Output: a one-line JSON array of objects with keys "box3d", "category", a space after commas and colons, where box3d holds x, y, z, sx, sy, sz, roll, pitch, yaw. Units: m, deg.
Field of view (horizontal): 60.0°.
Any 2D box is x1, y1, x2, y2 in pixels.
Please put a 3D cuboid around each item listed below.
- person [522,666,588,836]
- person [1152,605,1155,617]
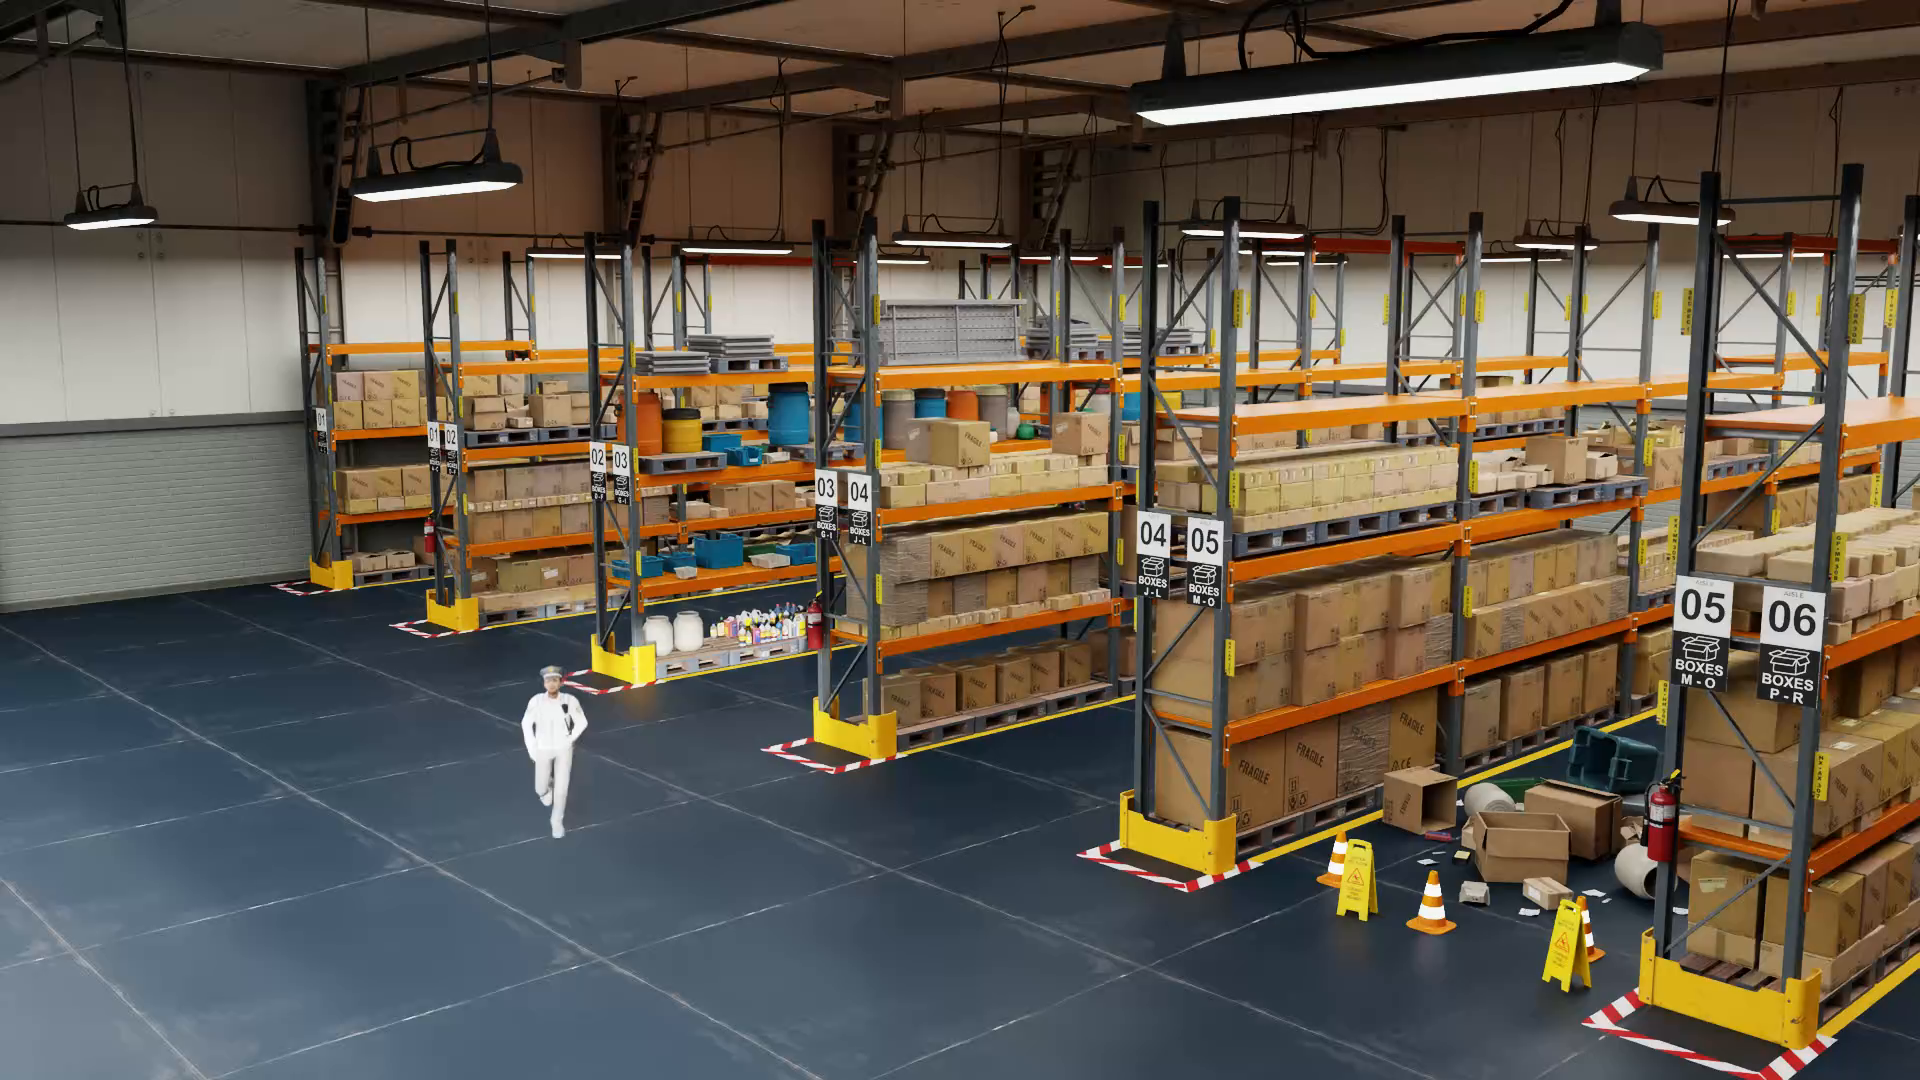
[{"box3d": [-3.926, 2.008, 16.135, 0.622, 1.637, 0.582, -1, 8, -7], "category": "person"}, {"box3d": [2.752, 0.295, 24.775, 0.511, 1.684, 0.640, -8, 12, -44], "category": "person"}]
